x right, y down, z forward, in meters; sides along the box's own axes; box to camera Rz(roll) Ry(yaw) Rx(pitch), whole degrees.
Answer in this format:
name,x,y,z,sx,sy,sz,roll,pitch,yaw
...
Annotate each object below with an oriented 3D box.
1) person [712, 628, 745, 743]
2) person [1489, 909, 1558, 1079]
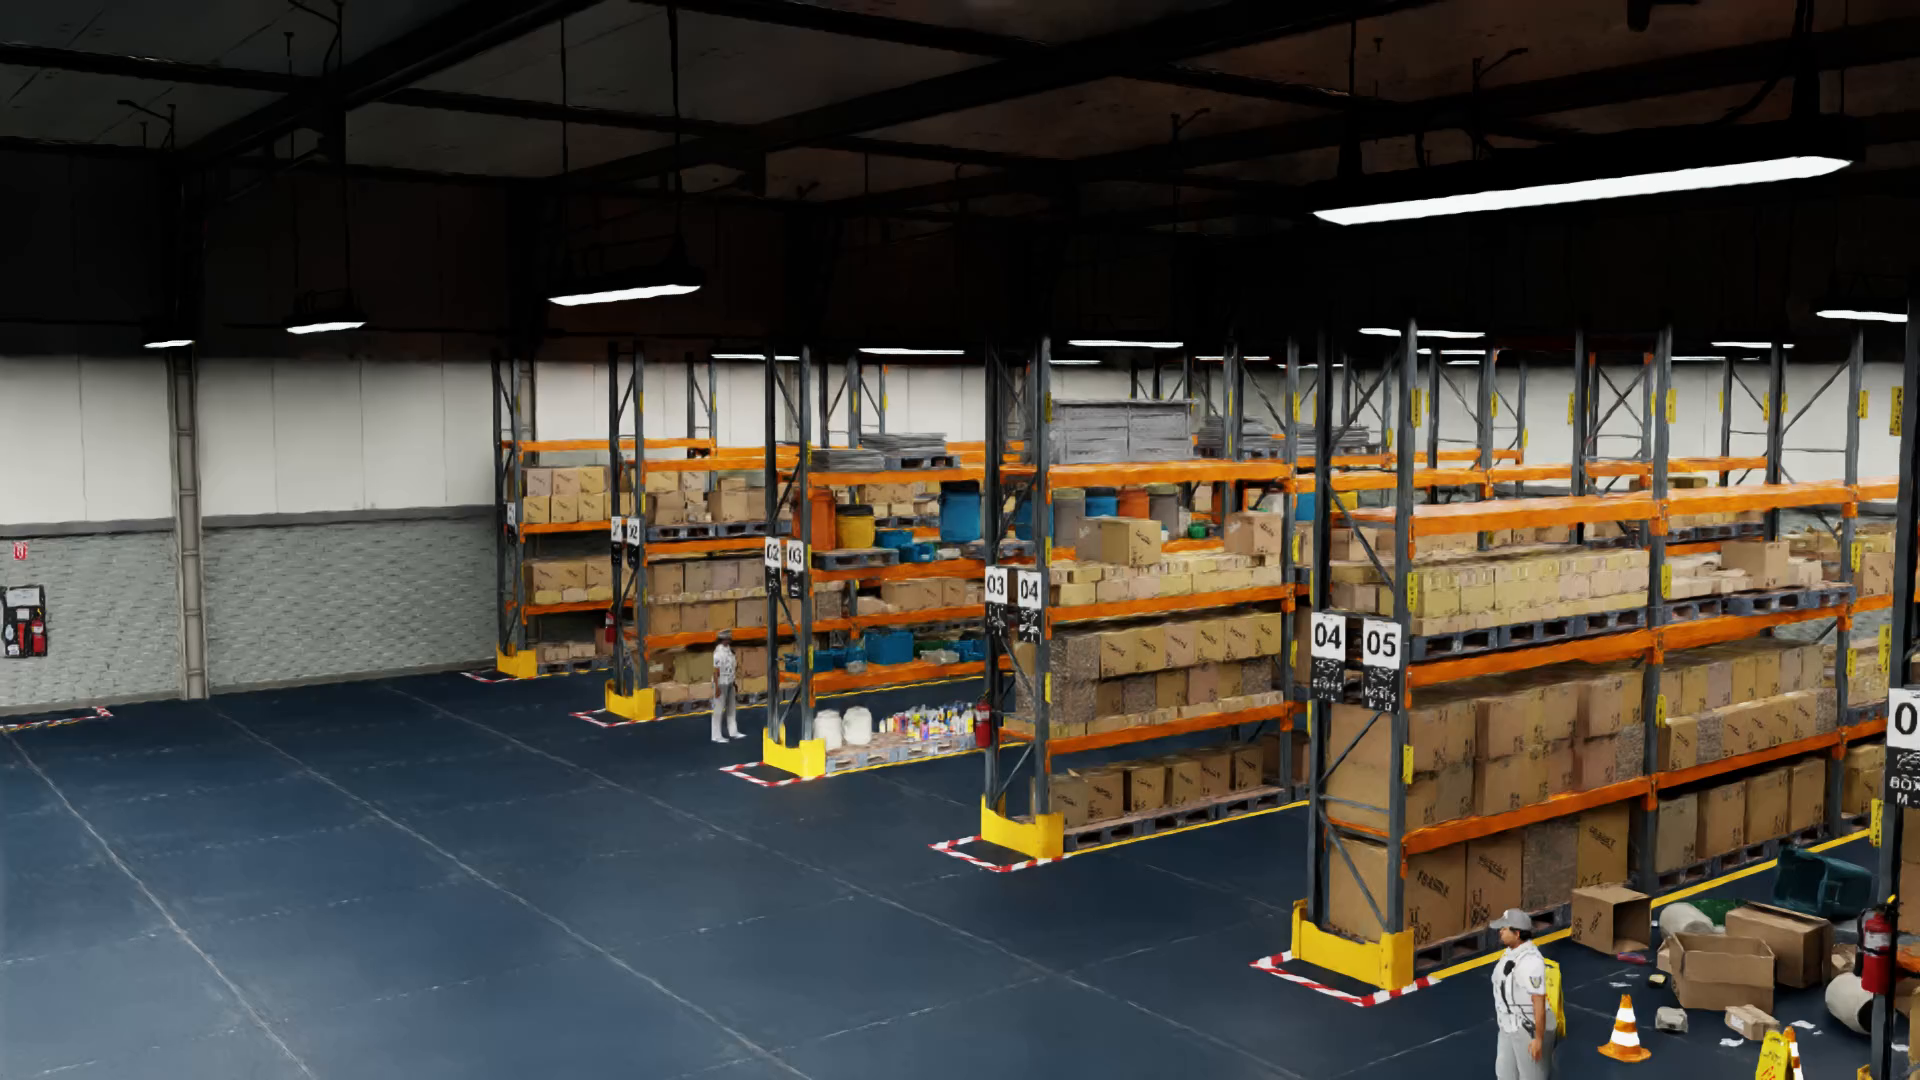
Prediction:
name,x,y,z,sx,sy,sz,roll,pitch,yaw
person,-3.460,2.152,24.737,0.472,1.678,0.504,1,5,14
person,3.930,3.351,11.370,0.591,1.648,0.548,0,5,0
